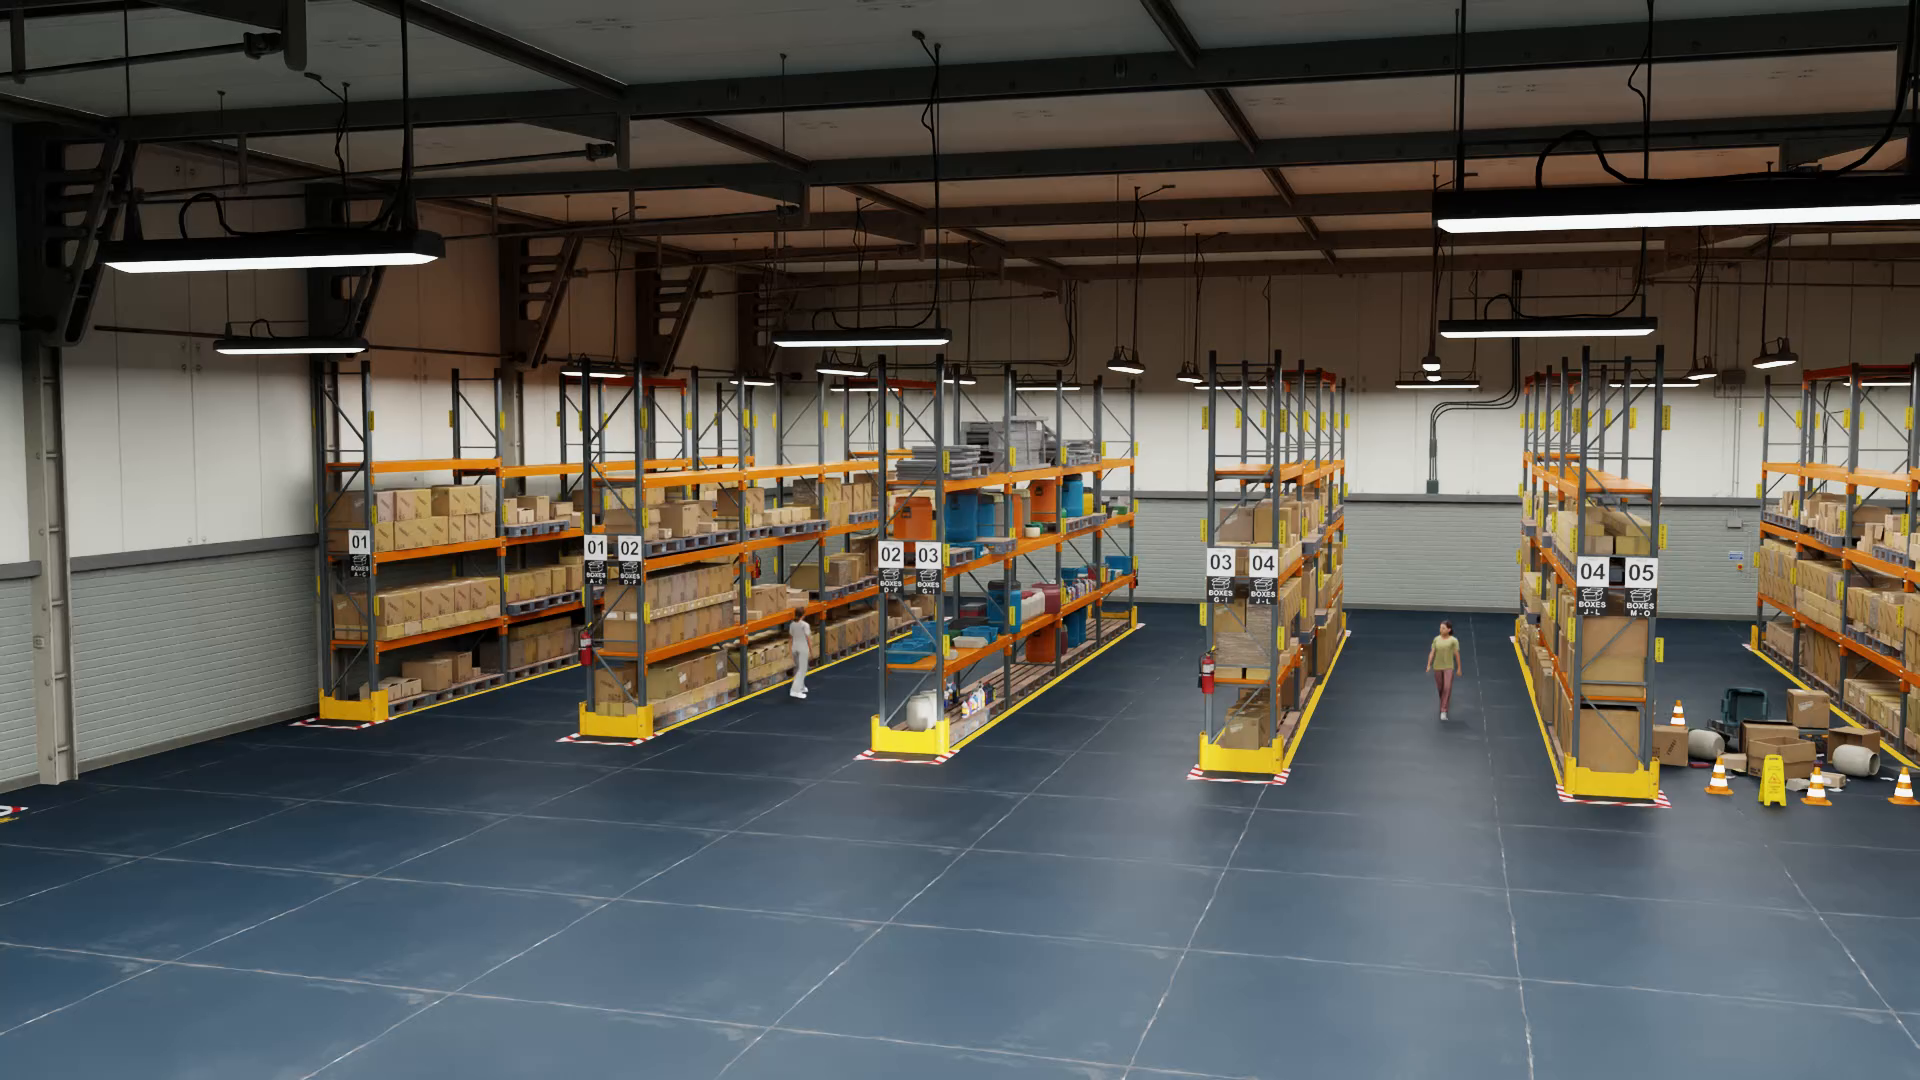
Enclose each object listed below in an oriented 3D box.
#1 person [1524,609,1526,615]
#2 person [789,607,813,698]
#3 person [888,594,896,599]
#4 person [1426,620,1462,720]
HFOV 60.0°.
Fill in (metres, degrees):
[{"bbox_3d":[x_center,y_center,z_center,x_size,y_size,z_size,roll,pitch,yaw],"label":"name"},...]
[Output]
[{"bbox_3d":[14.257,1.204,41.456,0.881,1.644,0.439,-1,4,-11],"label":"person"},{"bbox_3d":[-2.861,2.026,30.019,0.537,1.636,0.900,2,5,31],"label":"person"},{"bbox_3d":[-1.780,1.102,43.110,0.529,1.708,0.487,1,4,14],"label":"person"},{"bbox_3d":[8.128,2.166,28.013,0.525,1.611,0.994,3,5,33],"label":"person"}]
